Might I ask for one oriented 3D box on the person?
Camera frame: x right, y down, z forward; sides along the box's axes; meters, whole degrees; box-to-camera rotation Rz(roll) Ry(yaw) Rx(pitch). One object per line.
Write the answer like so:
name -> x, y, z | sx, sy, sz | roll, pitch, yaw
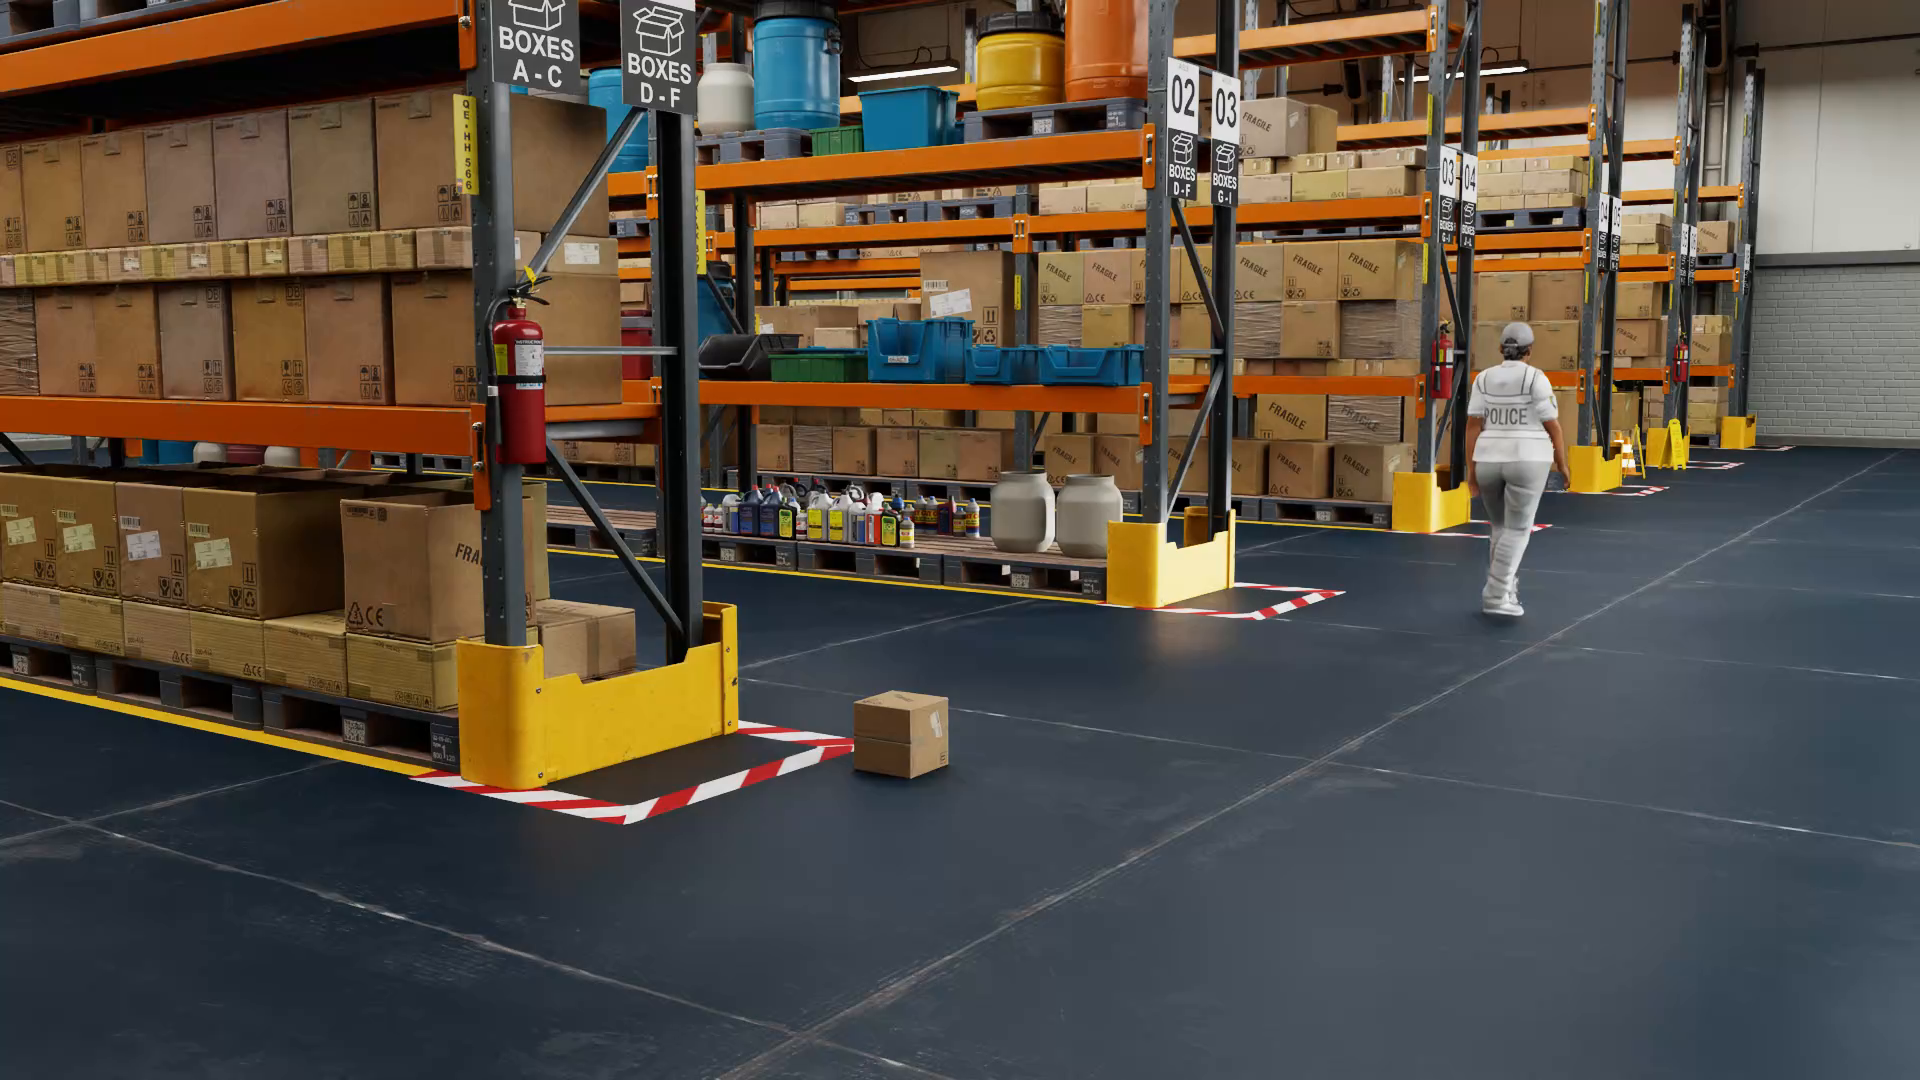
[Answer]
person -> 3.161, -0.370, 9.405 | 0.708, 1.713, 0.496 | -6, 9, -43
